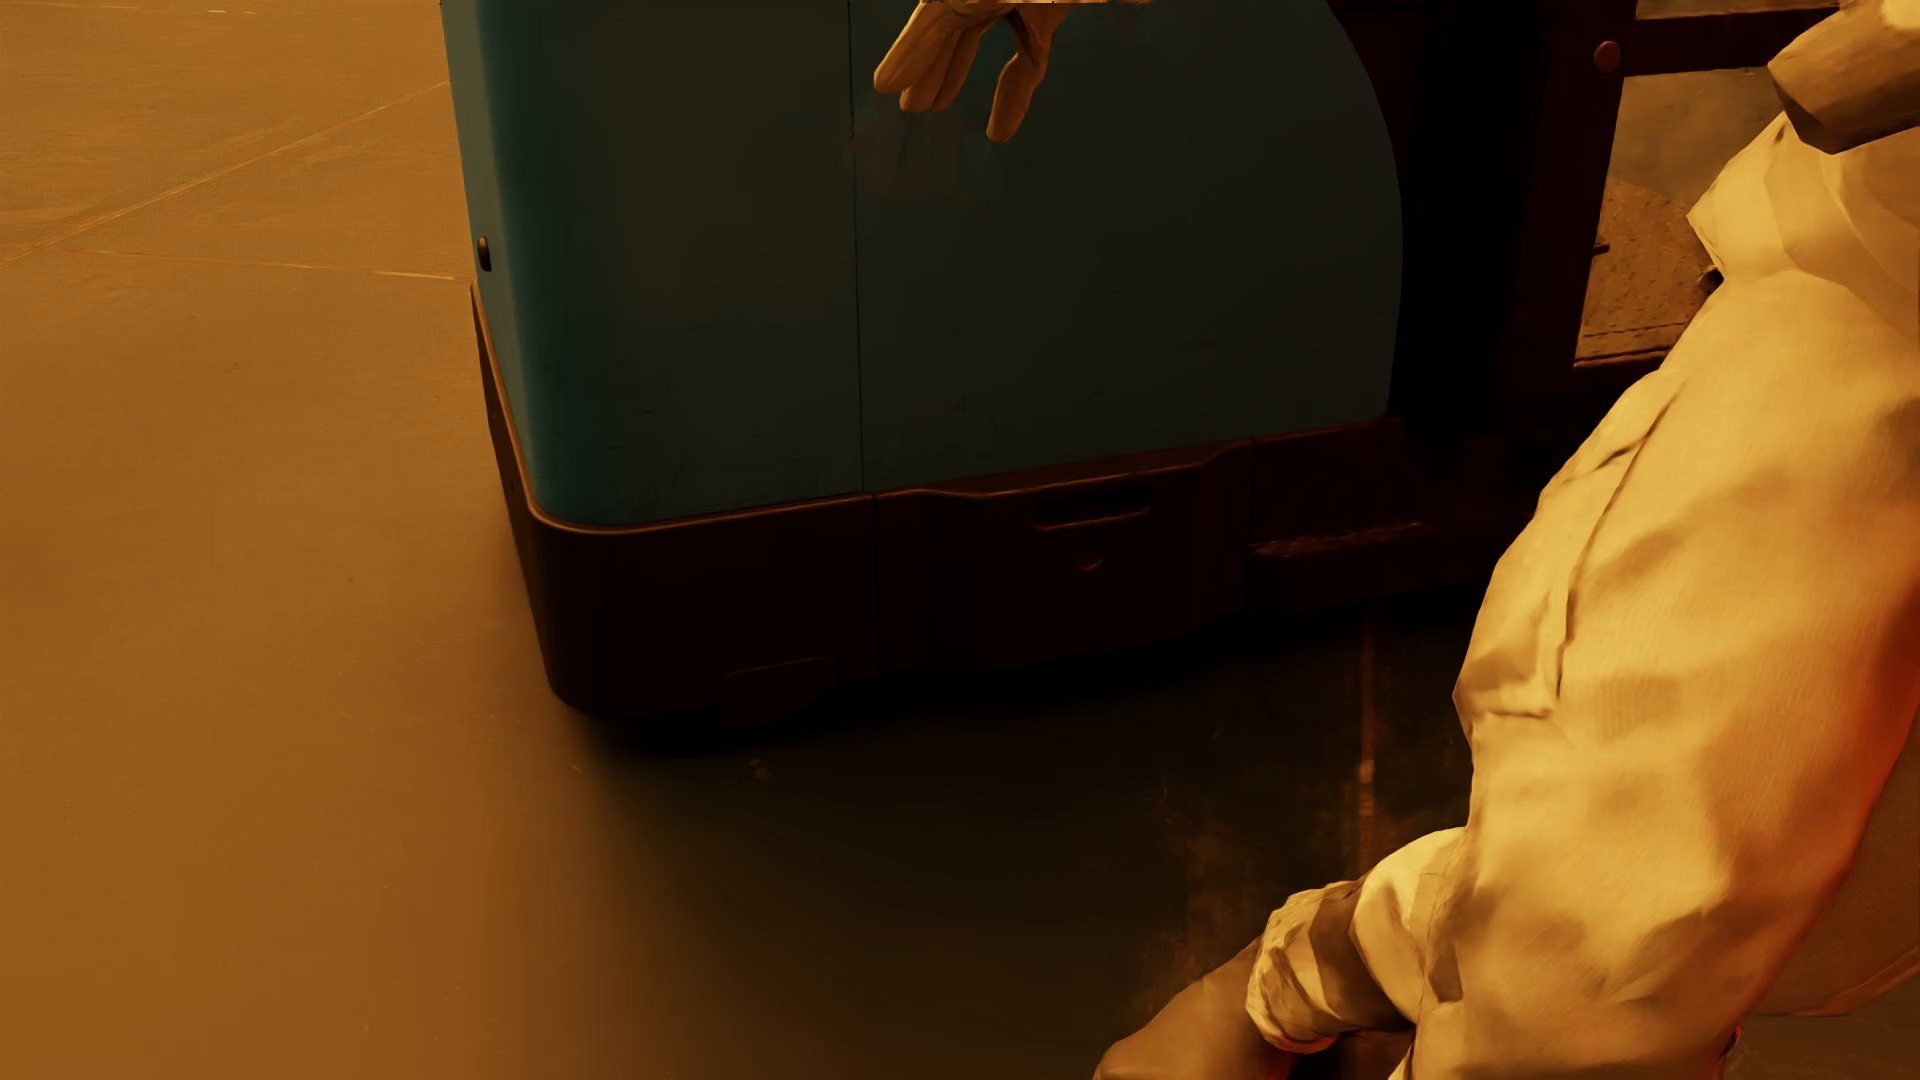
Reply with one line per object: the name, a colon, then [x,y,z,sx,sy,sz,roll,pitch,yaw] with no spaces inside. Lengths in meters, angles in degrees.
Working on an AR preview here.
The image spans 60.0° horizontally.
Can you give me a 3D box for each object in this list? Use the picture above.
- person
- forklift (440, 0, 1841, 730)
person: [0.328,-0.015,0.797,1.004,1.530,0.901,21,33,35]
forklift: [0.805,-1.470,2.159,3.031,2.935,1.130,-9,28,-17]
